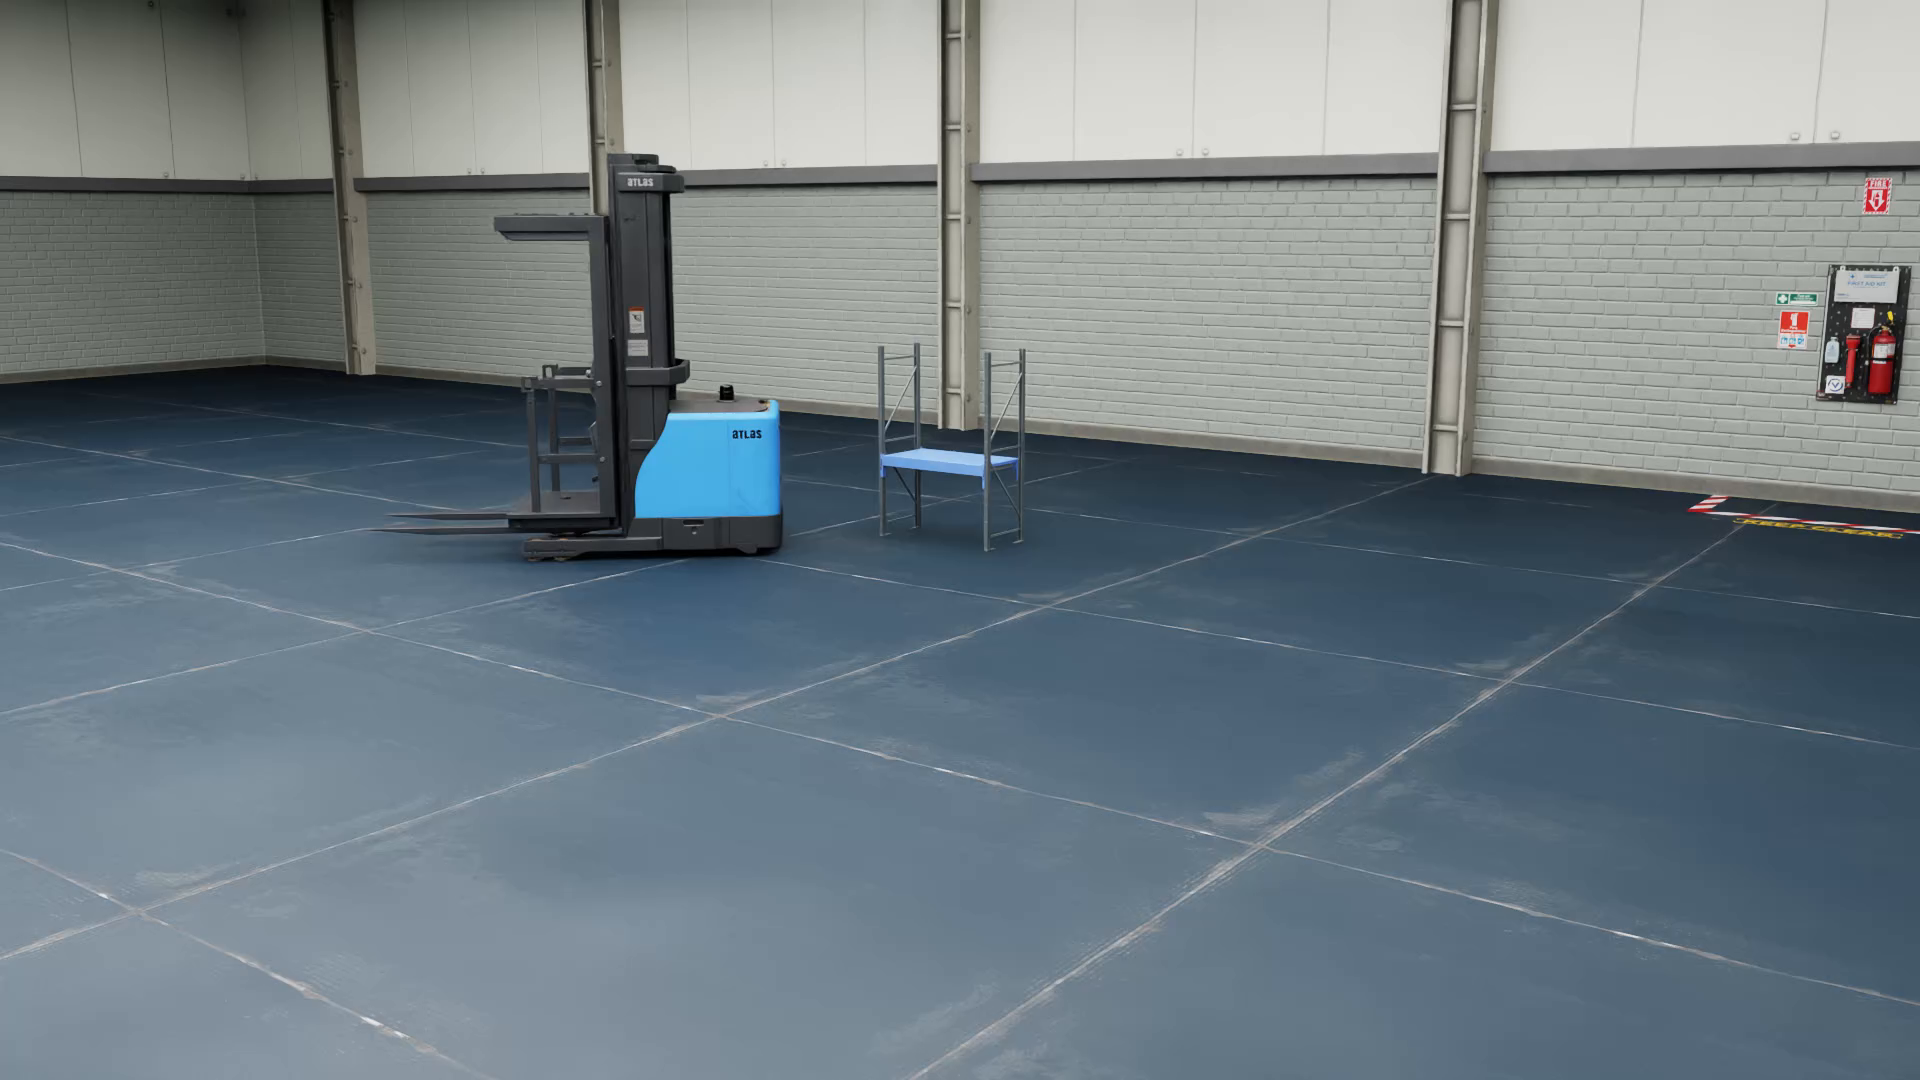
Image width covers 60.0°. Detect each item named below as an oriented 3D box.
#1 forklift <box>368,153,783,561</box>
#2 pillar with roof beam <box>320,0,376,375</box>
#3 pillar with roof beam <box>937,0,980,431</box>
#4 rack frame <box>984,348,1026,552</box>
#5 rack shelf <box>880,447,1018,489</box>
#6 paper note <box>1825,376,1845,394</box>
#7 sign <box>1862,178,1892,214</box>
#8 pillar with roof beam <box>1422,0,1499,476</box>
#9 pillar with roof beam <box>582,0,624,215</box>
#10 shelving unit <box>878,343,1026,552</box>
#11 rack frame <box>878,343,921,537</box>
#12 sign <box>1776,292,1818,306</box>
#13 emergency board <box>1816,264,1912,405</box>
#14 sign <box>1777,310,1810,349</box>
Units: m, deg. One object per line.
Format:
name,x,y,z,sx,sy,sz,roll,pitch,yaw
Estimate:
forklift,-2.884,-1.387,12.480,3.031,2.935,1.130,-1,11,-5
pillar with roof beam,-12.236,-6.449,22.674,0.400,9.000,9.100,8,13,36
pillar with roof beam,-2.564,-5.100,15.700,0.400,9.000,9.100,8,13,36
rack frame,0.341,-0.689,12.641,0.032,1.500,0.500,8,13,36
rack shelf,-0.069,-0.569,12.971,1.000,0.185,0.538,8,13,36
paper note,7.585,-1.346,14.411,0.142,0.148,0.016,8,13,36
sign,7.740,-2.903,14.033,0.199,0.298,0.001,8,13,36
pillar with roof beam,2.272,-4.426,12.213,0.400,9.000,9.100,8,13,36
pillar with roof beam,-7.400,-5.775,19.187,0.400,9.000,9.100,8,13,36
shelving unit,-0.069,-0.746,12.937,1.048,1.500,0.538,8,13,36
rack frame,-0.478,-0.803,13.232,0.032,1.500,0.500,8,13,36
sign,7.301,-2.102,14.509,0.331,0.109,0.001,8,13,36
emergency board,7.687,-1.748,14.169,0.643,1.169,0.194,8,13,36
sign,7.303,-1.844,14.569,0.234,0.329,0.001,8,13,36
